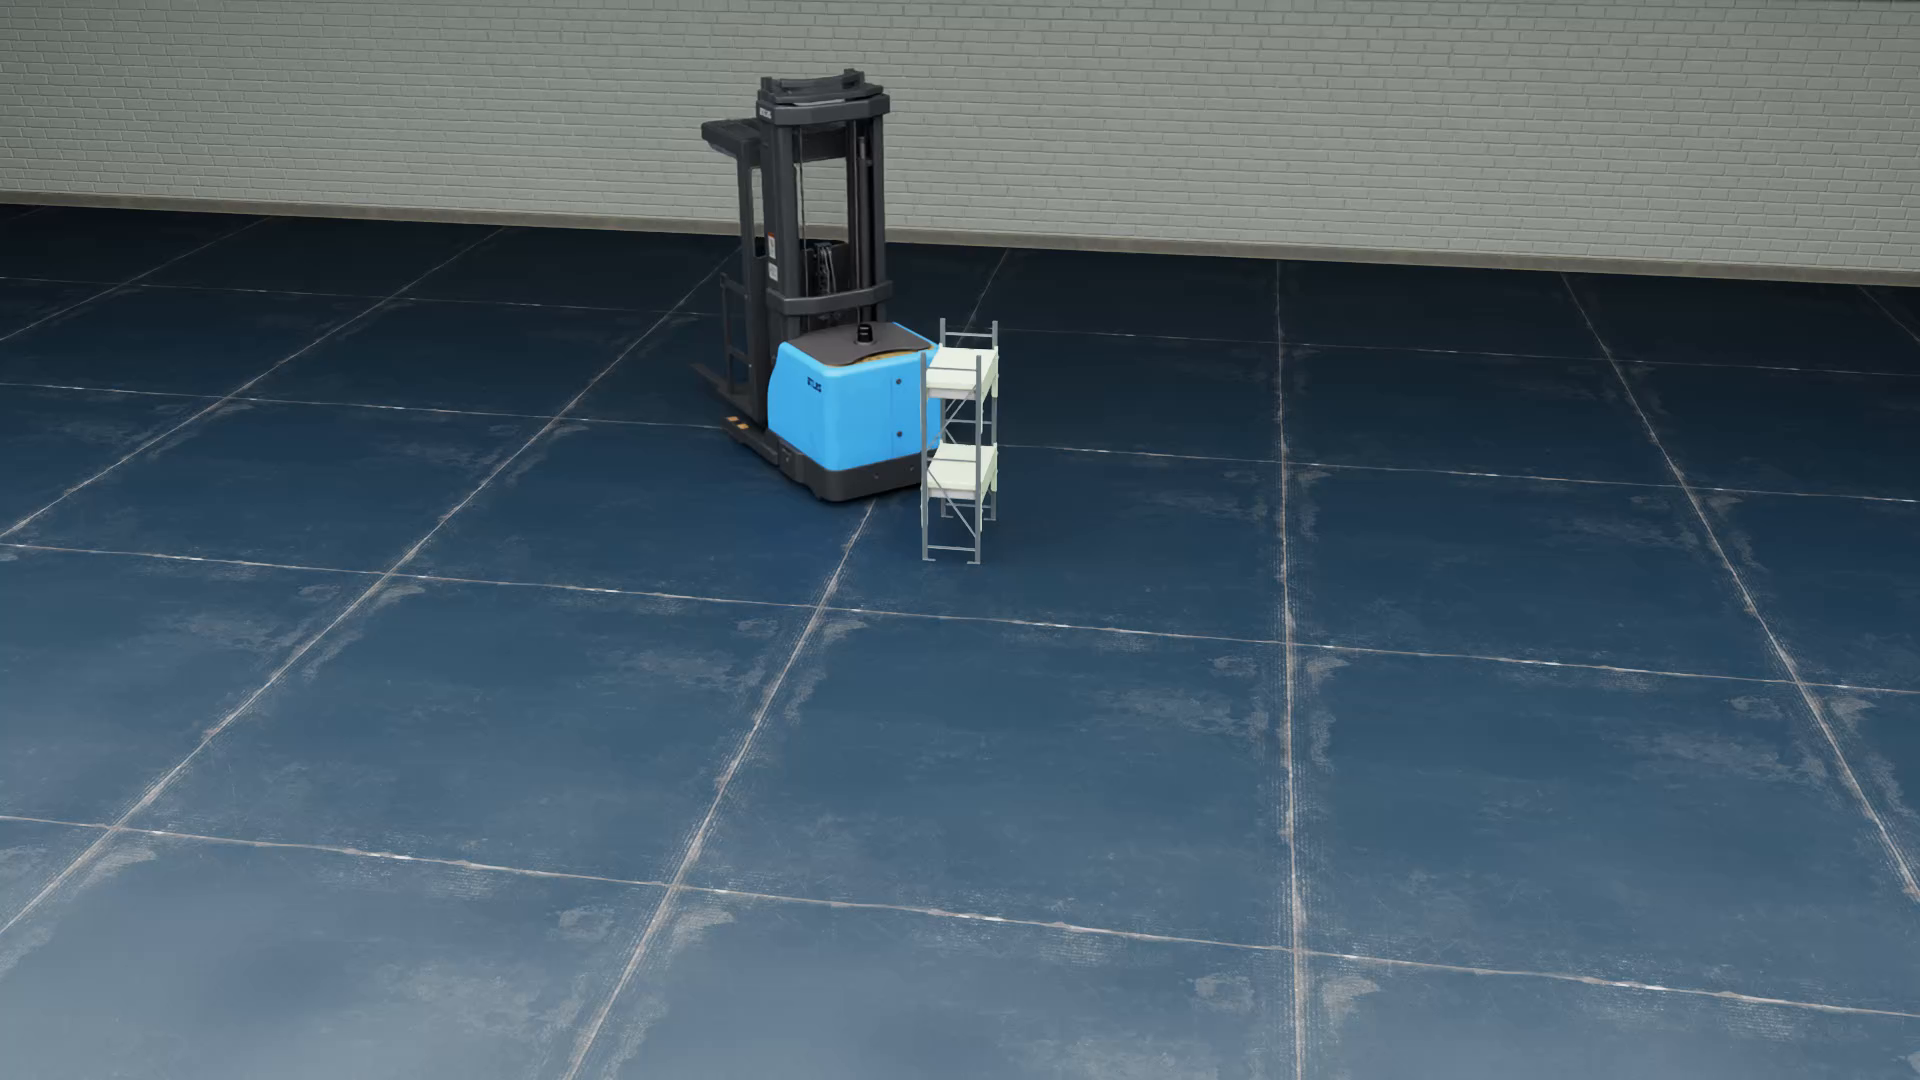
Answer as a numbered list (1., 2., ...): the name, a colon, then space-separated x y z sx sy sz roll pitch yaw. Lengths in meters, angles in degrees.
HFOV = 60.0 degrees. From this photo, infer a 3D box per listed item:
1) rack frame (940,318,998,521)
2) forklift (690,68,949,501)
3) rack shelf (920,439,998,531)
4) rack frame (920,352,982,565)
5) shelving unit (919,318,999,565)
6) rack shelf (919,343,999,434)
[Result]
1. rack frame: 0.061 -0.835 11.765 0.400 1.500 0.023 4 25 9
2. forklift: -1.282 -2.190 12.972 1.130 2.935 3.031 -15 29 -28
3. rack shelf: 0.001 -0.387 11.576 0.431 0.370 0.720 4 25 9
4. rack frame: -0.059 -0.529 11.111 0.400 1.500 0.023 4 25 9
5. shelving unit: 0.001 -0.682 11.438 0.431 1.500 0.755 4 25 9
6. rack shelf: 0.001 -1.036 11.273 0.431 0.370 0.720 4 25 9
